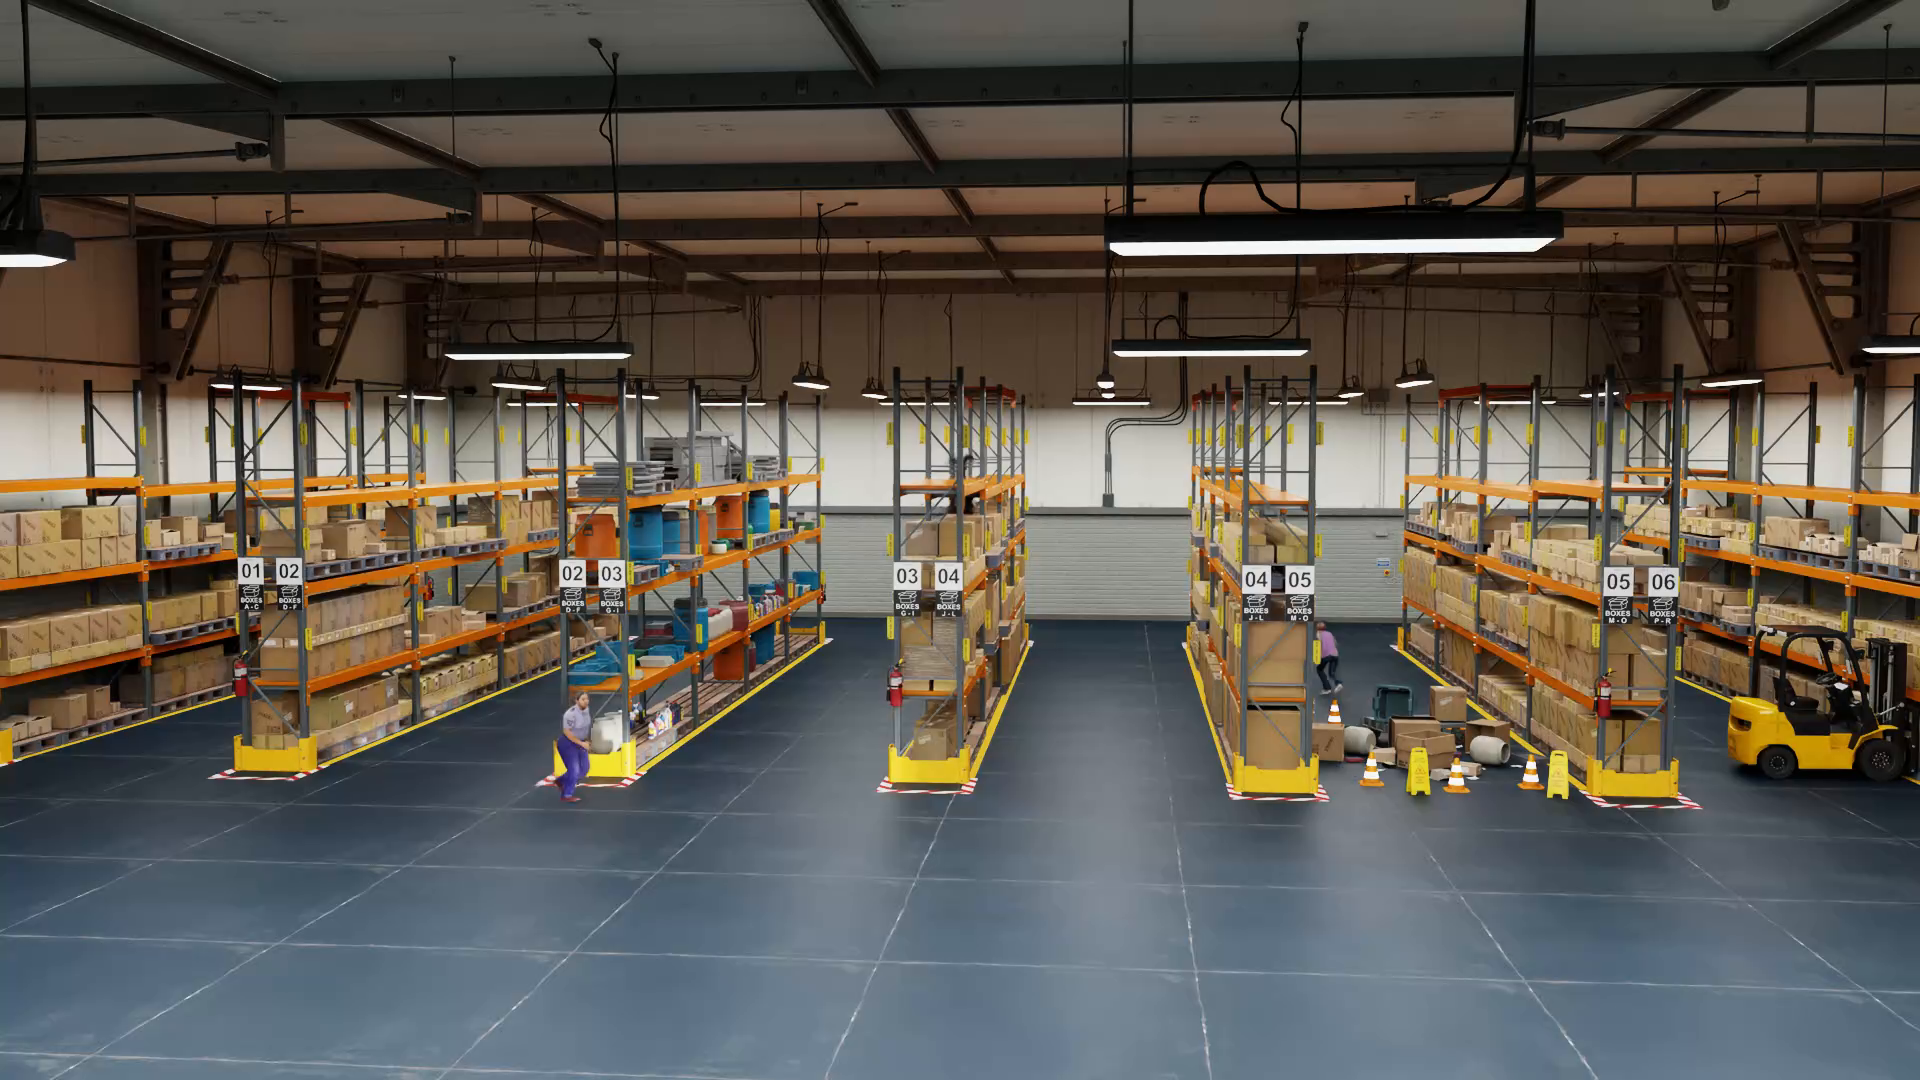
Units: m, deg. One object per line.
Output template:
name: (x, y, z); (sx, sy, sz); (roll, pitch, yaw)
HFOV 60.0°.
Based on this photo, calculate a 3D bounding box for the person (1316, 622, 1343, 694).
person: (7.174, 2.323, 32.158); (0.529, 1.407, 1.036); (-1, 4, -18)

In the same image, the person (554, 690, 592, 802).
person: (-5.294, 2.812, 22.798); (0.756, 1.551, 0.626); (2, 4, 24)

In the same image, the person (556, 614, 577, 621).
person: (-10.193, 1.546, 43.321); (0.758, 1.598, 0.568); (1, 4, 15)
